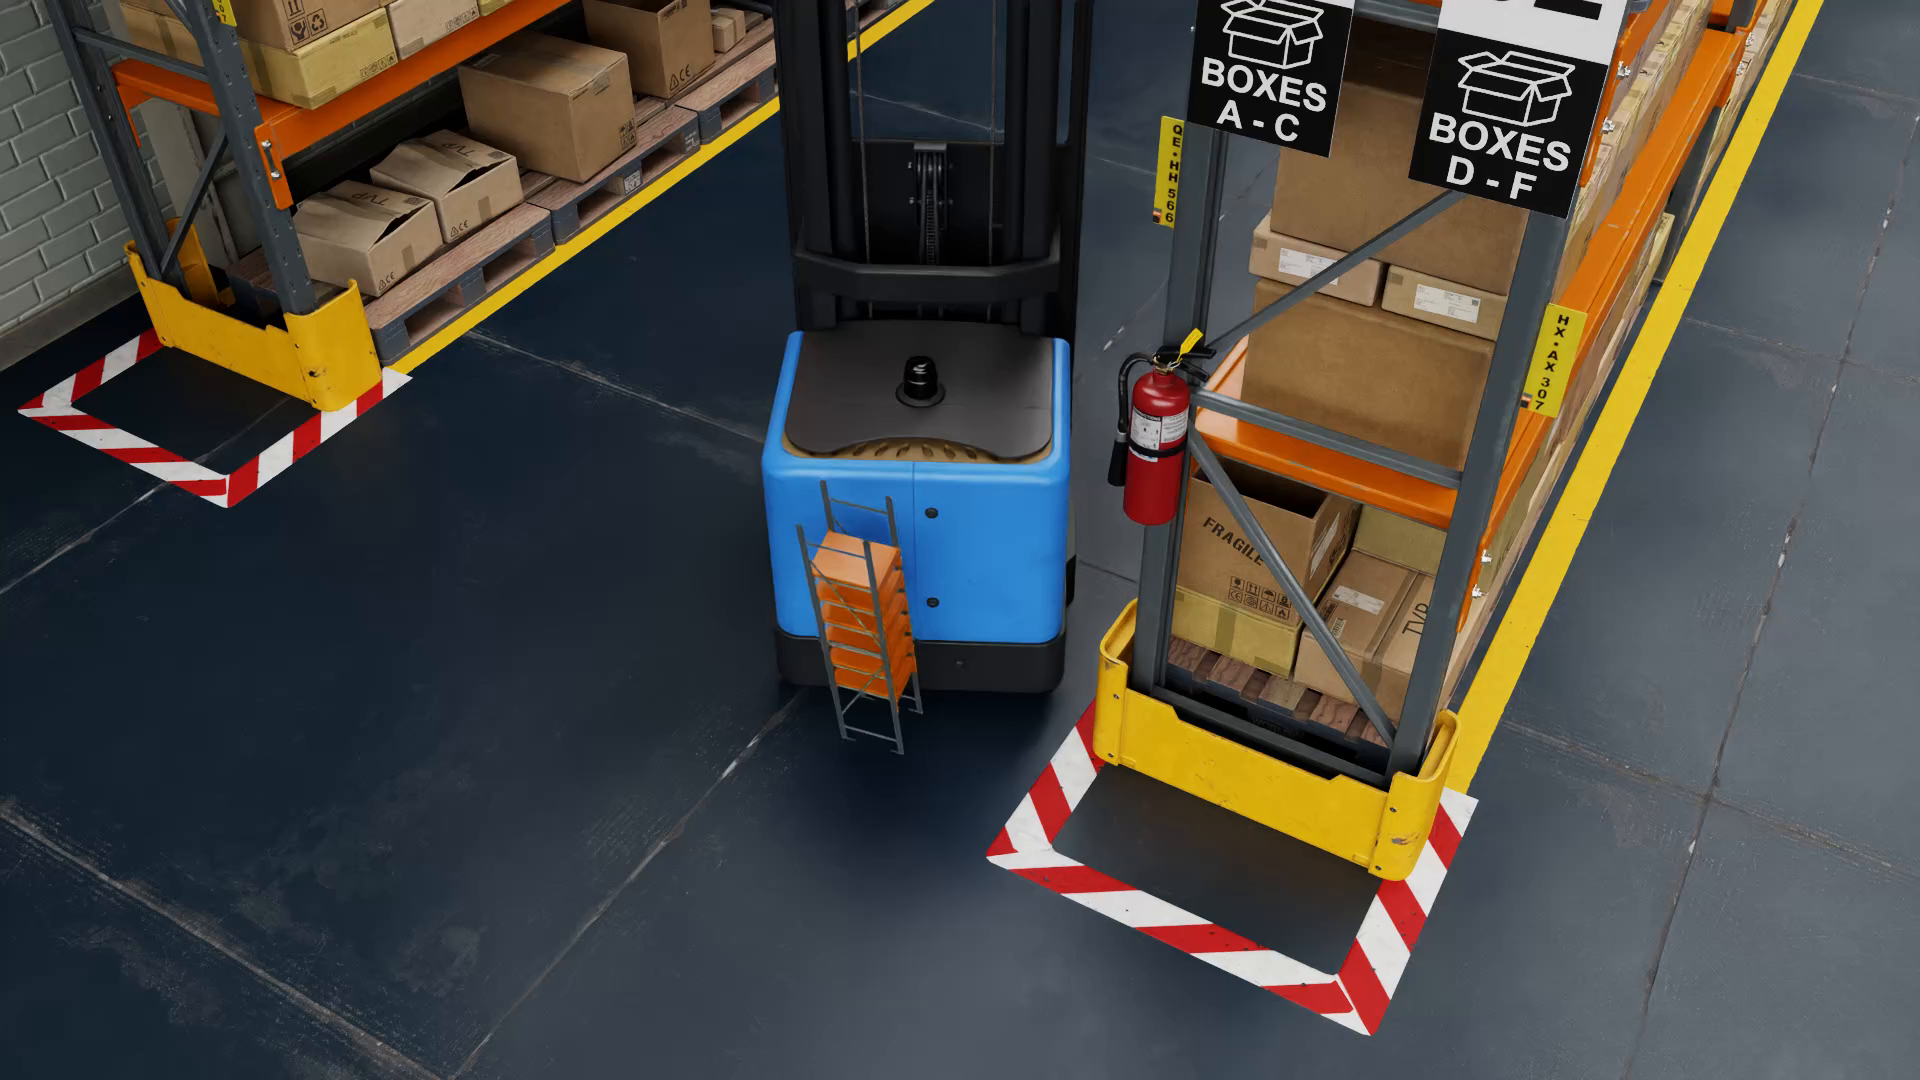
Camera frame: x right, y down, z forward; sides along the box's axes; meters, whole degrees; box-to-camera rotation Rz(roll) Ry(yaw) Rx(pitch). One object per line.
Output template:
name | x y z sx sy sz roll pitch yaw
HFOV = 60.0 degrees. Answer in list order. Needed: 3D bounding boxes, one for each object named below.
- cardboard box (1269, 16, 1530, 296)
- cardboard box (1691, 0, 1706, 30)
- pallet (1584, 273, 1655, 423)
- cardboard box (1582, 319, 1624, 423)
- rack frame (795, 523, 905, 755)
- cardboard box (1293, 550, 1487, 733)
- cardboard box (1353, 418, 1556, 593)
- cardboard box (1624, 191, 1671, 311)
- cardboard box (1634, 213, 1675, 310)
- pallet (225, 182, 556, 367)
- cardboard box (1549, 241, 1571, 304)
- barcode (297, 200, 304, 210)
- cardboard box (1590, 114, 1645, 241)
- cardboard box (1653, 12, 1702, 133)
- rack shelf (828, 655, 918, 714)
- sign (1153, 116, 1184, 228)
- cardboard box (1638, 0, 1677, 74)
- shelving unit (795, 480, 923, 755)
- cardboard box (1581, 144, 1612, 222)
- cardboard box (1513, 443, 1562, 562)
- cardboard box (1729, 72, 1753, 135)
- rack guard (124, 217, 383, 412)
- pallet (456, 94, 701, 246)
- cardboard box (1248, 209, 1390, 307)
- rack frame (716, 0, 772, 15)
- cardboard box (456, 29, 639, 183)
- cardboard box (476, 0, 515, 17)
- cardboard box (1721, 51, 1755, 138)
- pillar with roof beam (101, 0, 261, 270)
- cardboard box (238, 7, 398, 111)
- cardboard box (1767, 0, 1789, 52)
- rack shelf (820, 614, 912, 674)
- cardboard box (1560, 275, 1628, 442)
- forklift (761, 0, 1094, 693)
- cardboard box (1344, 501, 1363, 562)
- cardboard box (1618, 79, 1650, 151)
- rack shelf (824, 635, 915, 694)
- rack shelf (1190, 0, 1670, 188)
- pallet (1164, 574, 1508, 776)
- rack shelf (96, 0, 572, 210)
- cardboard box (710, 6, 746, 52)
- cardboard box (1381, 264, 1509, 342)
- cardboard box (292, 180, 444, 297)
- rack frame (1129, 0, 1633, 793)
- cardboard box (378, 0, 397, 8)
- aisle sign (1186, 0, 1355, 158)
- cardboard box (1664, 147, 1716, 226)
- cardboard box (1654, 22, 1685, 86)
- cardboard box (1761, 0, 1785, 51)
cardboard box | 1.321 -1.110 4.683 0.700 0.500 0.500 21 46 22
cardboard box | 2.590 -2.054 6.246 0.380 0.149 0.250 21 45 22
pallet | 2.618 -1.093 7.831 1.003 0.211 1.213 21 45 22
cardboard box | 2.513 -0.795 7.146 0.500 0.250 0.500 21 45 22
rack frame | -0.346 0.356 5.451 0.240 1.200 0.006 14 53 15
cardboard box | 1.511 0.349 5.847 0.500 0.250 0.500 21 45 22
cardboard box | 1.760 -0.219 5.925 0.500 0.500 0.500 21 45 22
cardboard box | 2.749 -1.368 7.229 0.500 0.500 0.500 21 45 22
cardboard box | 3.009 -1.369 7.798 0.500 0.250 0.500 21 45 22
pallet | -2.765 -1.378 8.155 1.003 0.211 1.213 21 45 22
cardboard box | 1.553 -0.894 5.420 0.700 0.500 0.500 22 46 23
barcode | -3.154 -1.596 7.988 0.001 0.075 0.075 21 45 22
cardboard box | 2.067 -1.479 6.084 0.700 0.500 0.500 22 46 23
cardboard box | 2.577 -2.058 6.742 0.700 0.500 0.500 20 45 22
rack shelf | -0.297 0.467 5.724 0.258 0.103 0.180 14 53 15
sign | 0.587 -1.003 4.564 0.100 0.325 0.005 21 45 22
cardboard box | 2.082 -1.988 5.680 0.700 0.500 0.500 21 46 22
shelving unit | -0.315 0.288 5.503 0.258 1.200 0.189 14 53 15
cardboard box | 1.817 -1.164 5.236 0.380 0.149 0.250 20 45 21
cardboard box | 2.009 -0.224 6.498 0.500 0.250 0.500 21 45 22
cardboard box | 3.982 -2.445 9.019 0.500 0.250 0.500 20 45 21
rack guard | -3.203 -1.034 7.545 1.175 0.500 0.348 21 45 22
pallet | -2.154 -2.074 8.945 1.003 0.211 1.213 21 45 22
cardboard box | 1.076 -0.855 4.884 0.380 0.149 0.250 20 45 21
rack frame | -1.239 -4.217 9.269 1.000 3.000 0.127 21 45 22
cardboard box | -2.121 -2.251 8.595 0.700 0.500 0.500 18 45 19
cardboard box | -2.214 -2.645 7.582 0.500 0.250 0.500 20 45 21
cardboard box | 3.729 -2.356 8.494 0.500 0.311 0.500 20 45 22
pillar with roof beam | 0.088 -3.442 3.850 9.100 9.000 0.400 21 45 22
cardboard box | -2.722 -2.054 6.911 0.500 0.250 0.500 20 45 21
cardboard box | 4.492 -3.031 9.685 0.500 0.250 0.500 22 46 23
rack shelf | -0.312 0.316 5.538 0.258 0.103 0.180 14 53 15
cardboard box | 2.264 -0.790 6.573 0.500 0.500 0.500 21 45 22
forklift | -0.081 -1.505 6.241 1.130 2.935 3.031 2 41 2
cardboard box | 1.302 -0.112 6.371 0.500 0.250 0.500 21 45 22
cardboard box | 2.076 -1.464 5.576 0.380 0.149 0.250 20 45 22
rack shelf | -0.305 0.391 5.631 0.258 0.103 0.180 14 53 15
rack shelf | 2.051 -2.292 5.358 1.077 0.370 4.000 21 45 22
pallet | 1.397 0.303 6.246 1.003 0.211 1.213 21 45 22
rack shelf | -2.240 -2.803 8.207 1.077 0.370 4.000 21 45 22
cardboard box | -1.481 -3.003 9.701 0.380 0.166 0.250 15 44 17
cardboard box | 1.433 -0.726 4.739 0.380 0.149 0.250 21 45 22
cardboard box | -2.816 -1.450 7.829 0.500 0.311 0.500 16 44 17
rack frame | 1.050 -0.292 4.812 1.000 3.000 0.127 21 45 22
cardboard box | -2.486 -2.614 6.980 0.500 0.500 0.500 21 46 22
aisle sign | 0.763 -1.327 4.020 0.394 0.787 0.004 21 45 22
cardboard box | 3.468 -1.855 8.350 0.500 0.250 0.500 20 45 21
cardboard box | 2.334 -1.756 5.908 0.380 0.149 0.250 22 46 23
cardboard box | 4.242 -2.951 9.170 0.500 0.311 0.500 22 46 23
